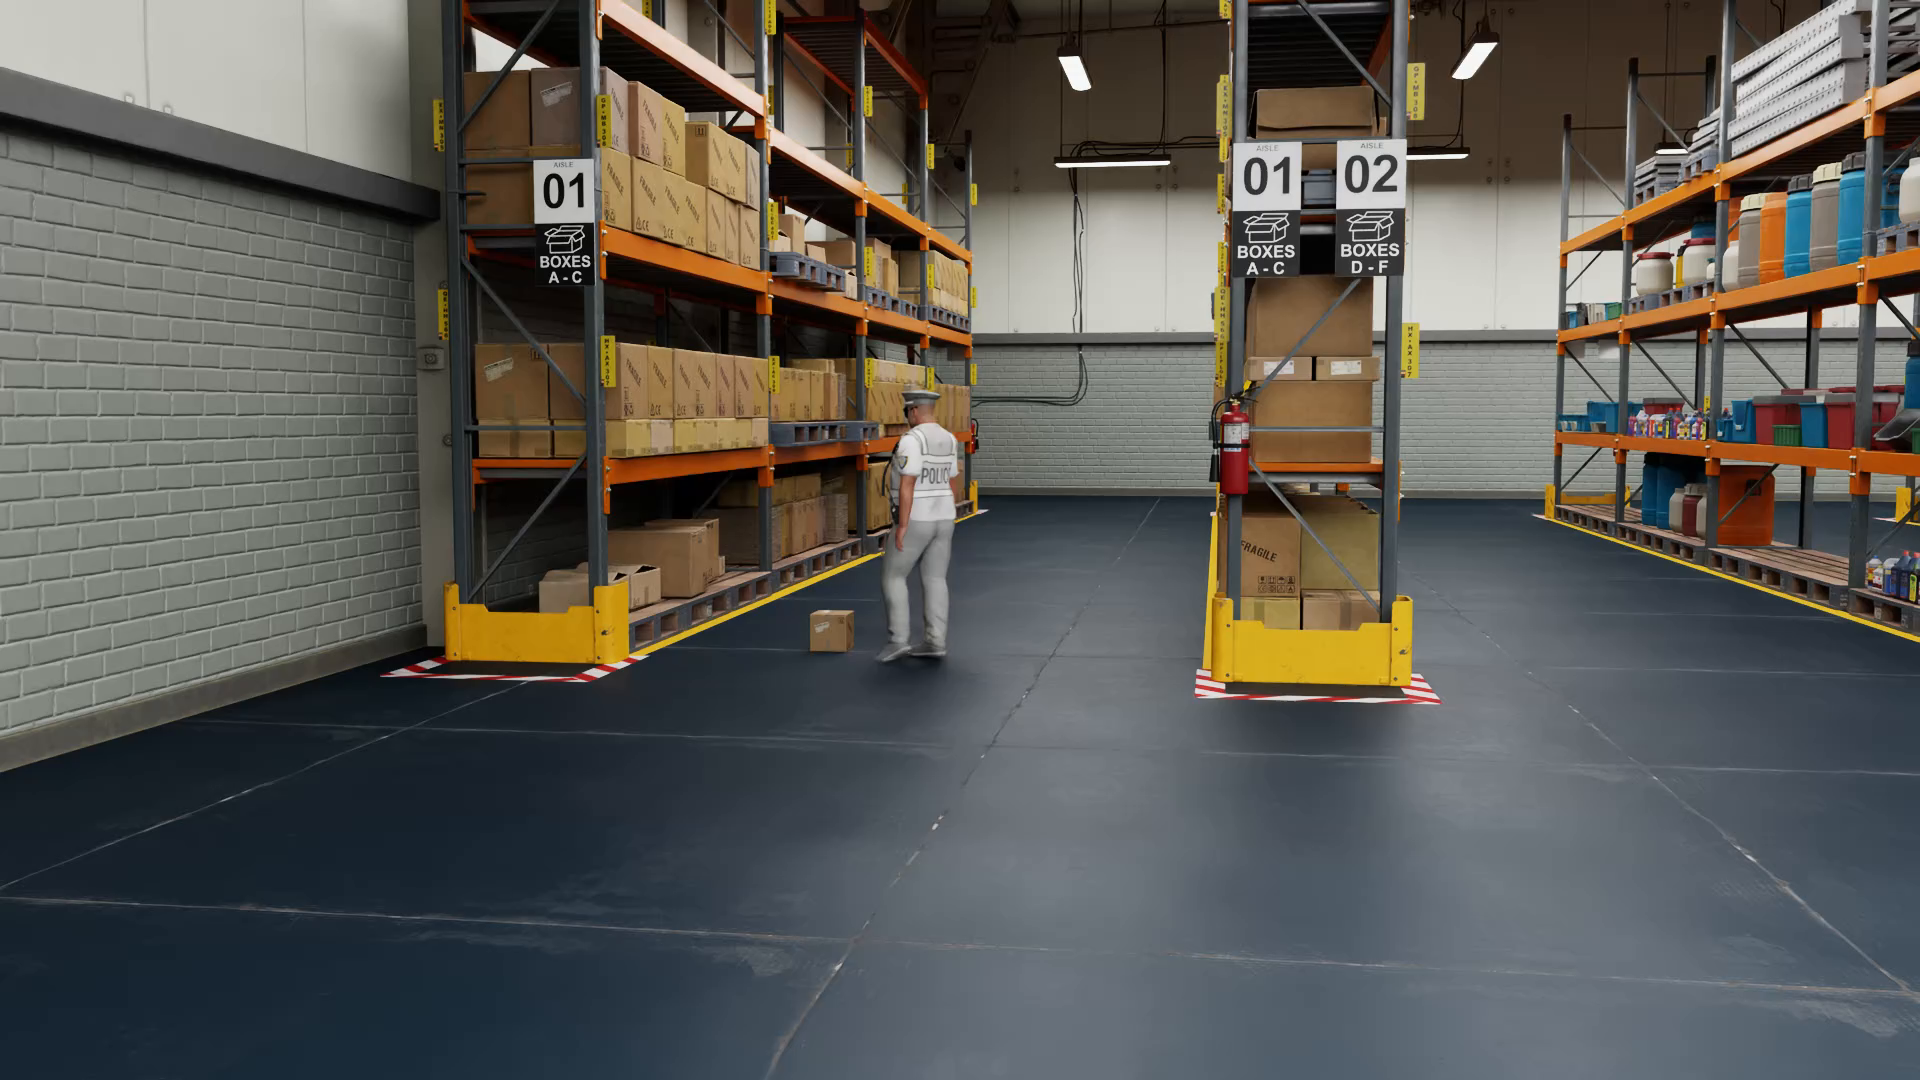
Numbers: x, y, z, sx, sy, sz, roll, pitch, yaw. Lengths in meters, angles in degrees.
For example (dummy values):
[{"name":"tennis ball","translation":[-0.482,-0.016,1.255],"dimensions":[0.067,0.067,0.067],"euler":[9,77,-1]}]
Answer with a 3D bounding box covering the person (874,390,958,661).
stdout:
[{"name":"person","translation":[-0.267,-0.066,10.862],"dimensions":[0.465,1.824,0.556],"euler":[4,6,43]}]
